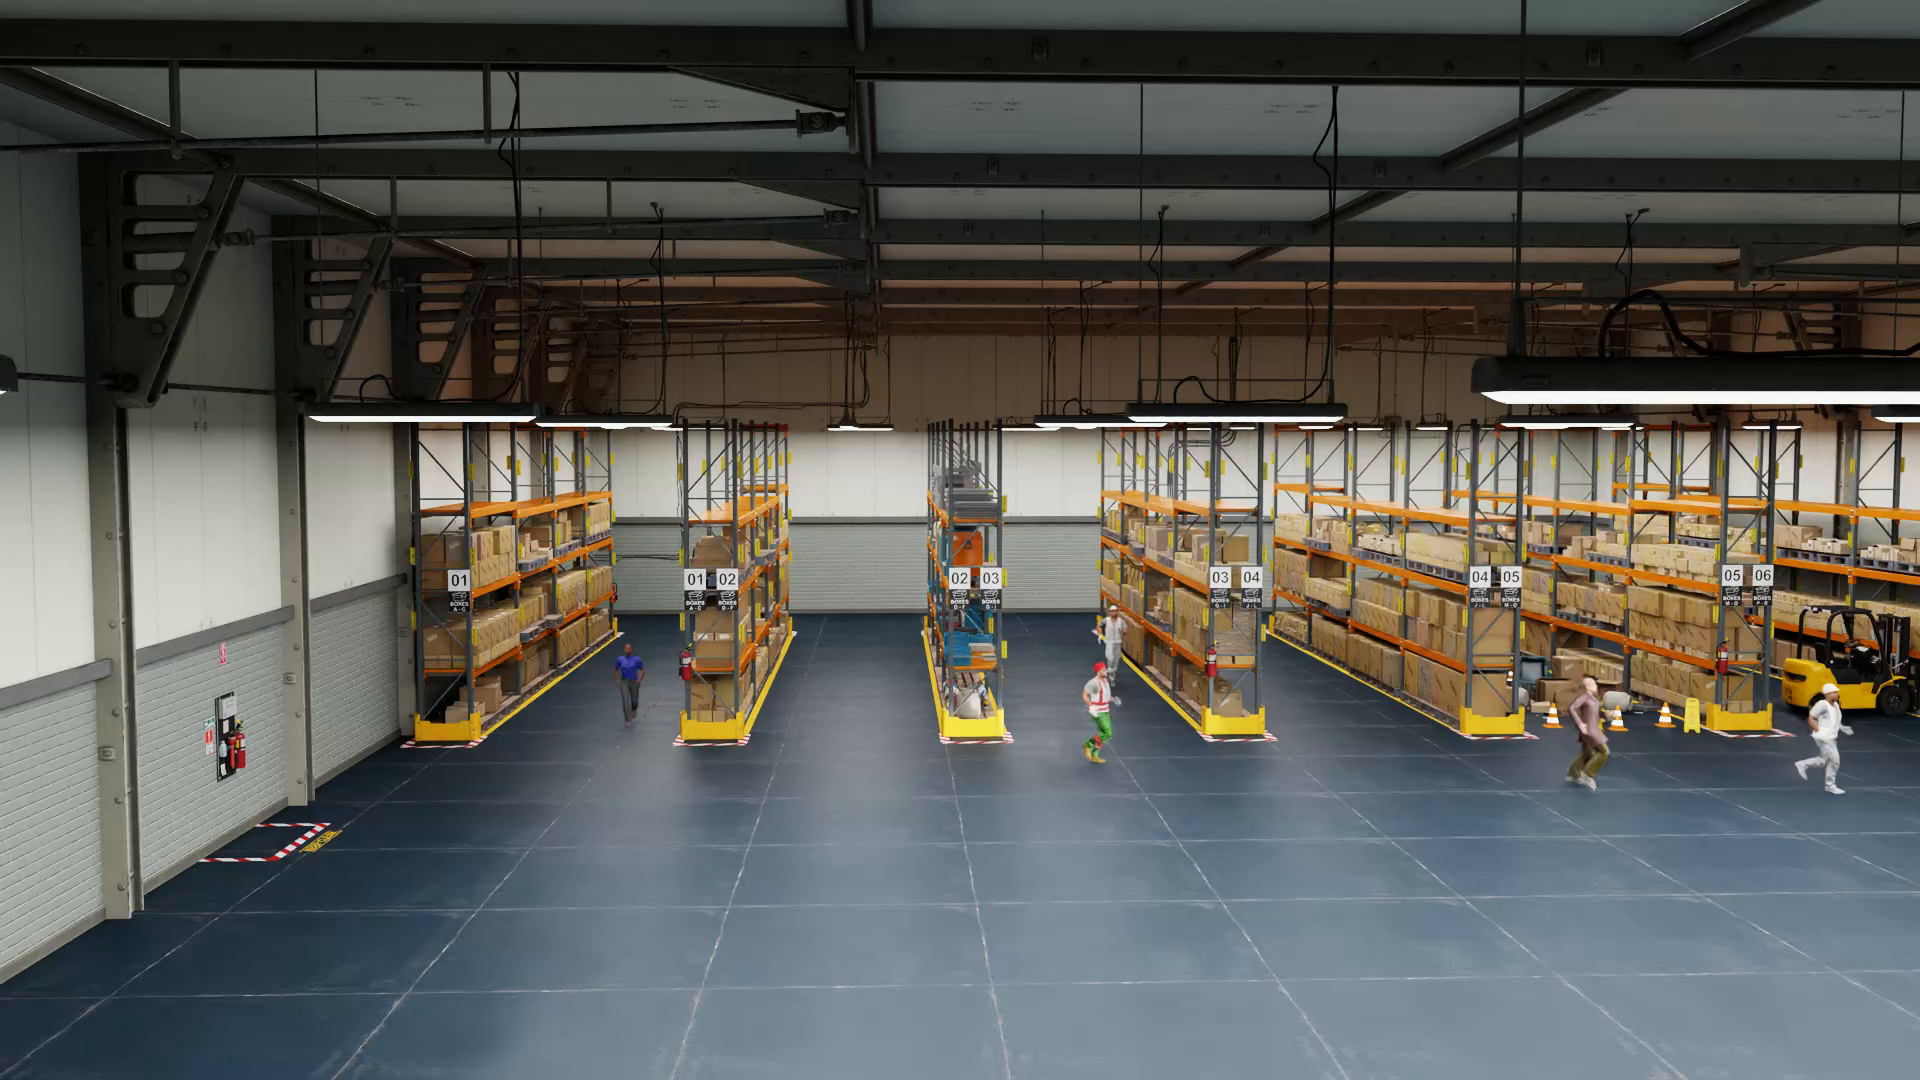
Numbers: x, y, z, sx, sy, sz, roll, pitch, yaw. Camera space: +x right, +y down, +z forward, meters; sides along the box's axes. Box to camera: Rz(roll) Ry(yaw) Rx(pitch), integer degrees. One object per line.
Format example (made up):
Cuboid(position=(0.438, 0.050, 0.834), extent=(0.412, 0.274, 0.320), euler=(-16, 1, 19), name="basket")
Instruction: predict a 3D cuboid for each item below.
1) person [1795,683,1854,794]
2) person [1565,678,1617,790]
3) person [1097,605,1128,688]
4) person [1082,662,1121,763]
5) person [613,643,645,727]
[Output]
Cuboid(position=(13.777, 3.151, 26.625), extent=(0.663, 1.745, 0.813), euler=(-3, 5, -42), name="person")
Cuboid(position=(10.175, 3.121, 26.835), extent=(0.773, 1.800, 0.673), euler=(2, 4, 28), name="person")
Cuboid(position=(3.475, 2.397, 37.781), extent=(0.652, 1.838, 0.836), euler=(-1, 4, -9), name="person")
Cuboid(position=(2.474, 2.995, 28.919), extent=(0.607, 1.749, 0.637), euler=(2, 4, 30), name="person")
Cuboid(position=(-6.489, 2.829, 32.588), extent=(0.613, 1.601, 0.694), euler=(-1, 4, -10), name="person")
